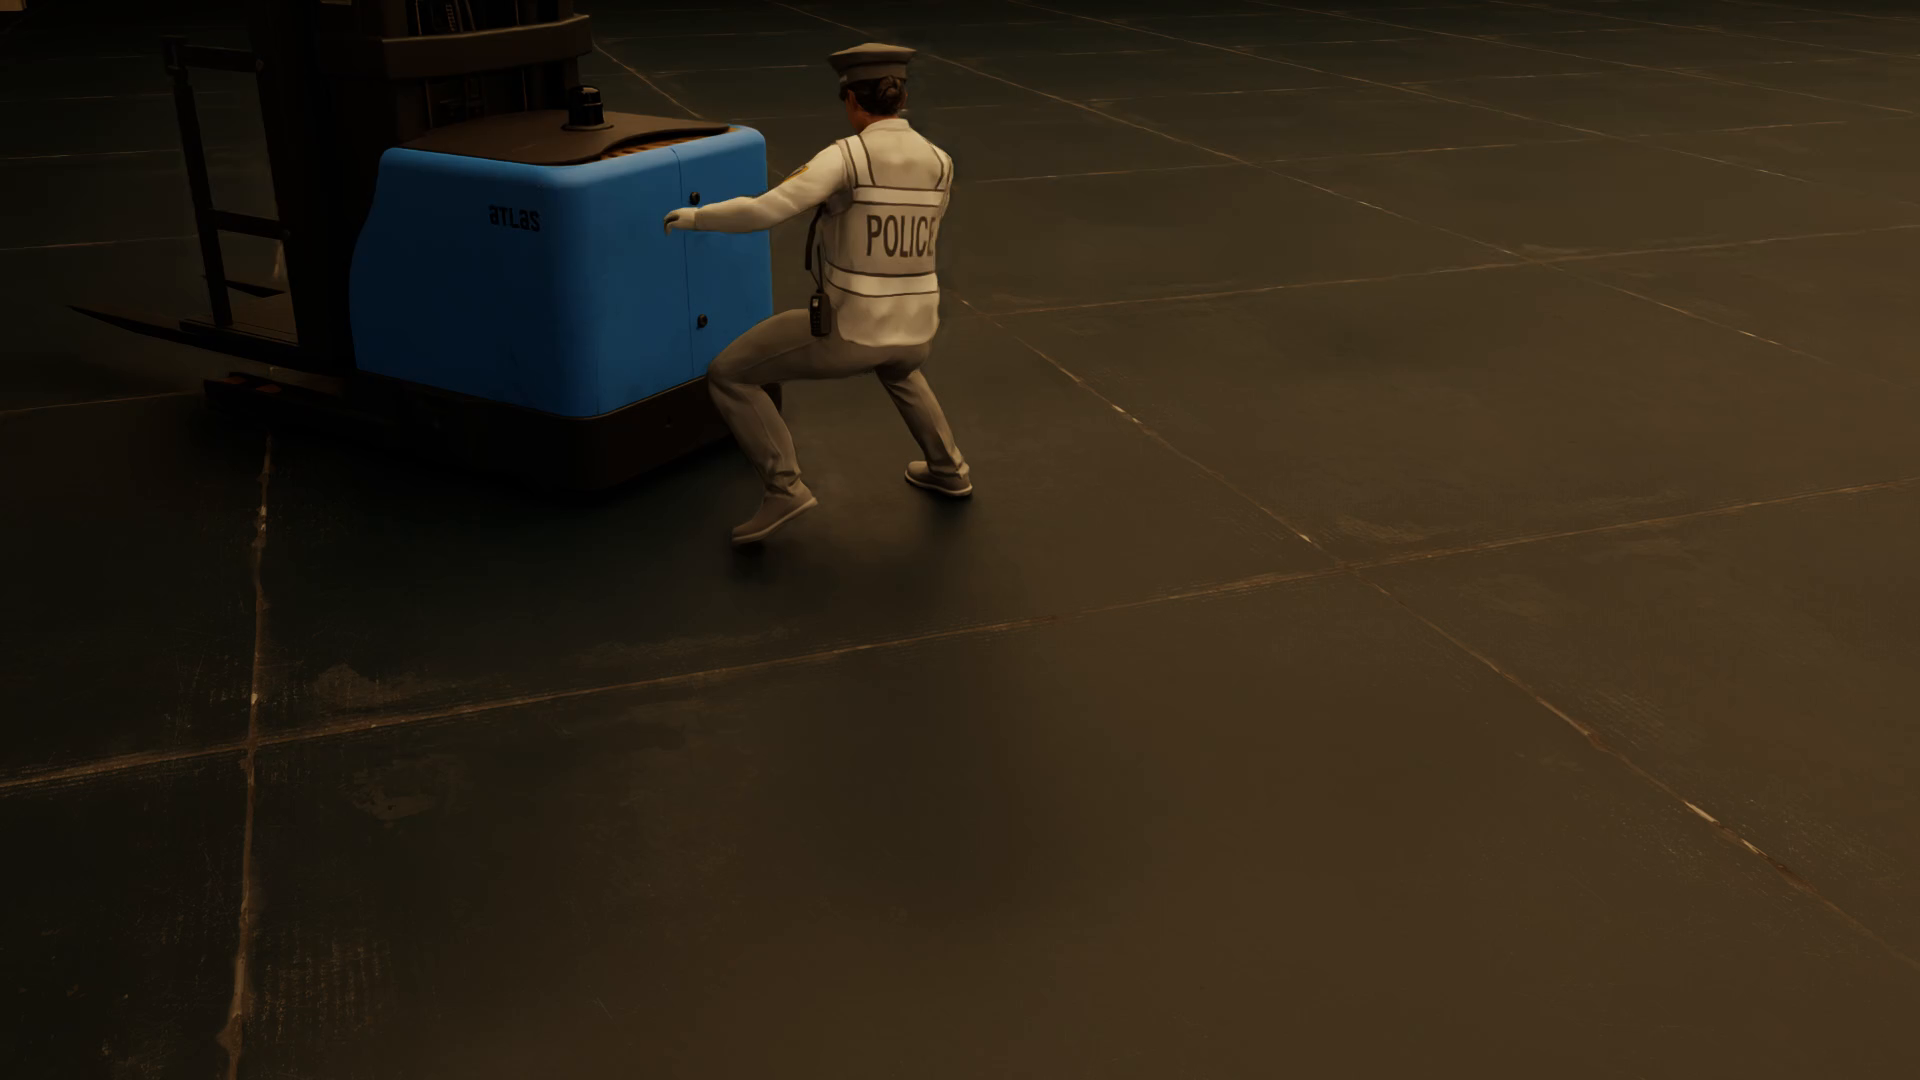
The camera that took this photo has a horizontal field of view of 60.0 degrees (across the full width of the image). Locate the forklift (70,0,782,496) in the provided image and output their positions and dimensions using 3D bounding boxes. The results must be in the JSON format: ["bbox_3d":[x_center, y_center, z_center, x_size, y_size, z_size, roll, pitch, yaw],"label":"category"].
[{"bbox_3d":[-2.169,-1.905,5.829,3.031,2.935,1.130,13,26,29],"label":"forklift"}]

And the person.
[{"bbox_3d":[-0.352,-0.723,4.923,0.945,1.454,0.707,-16,28,-34],"label":"person"}]
